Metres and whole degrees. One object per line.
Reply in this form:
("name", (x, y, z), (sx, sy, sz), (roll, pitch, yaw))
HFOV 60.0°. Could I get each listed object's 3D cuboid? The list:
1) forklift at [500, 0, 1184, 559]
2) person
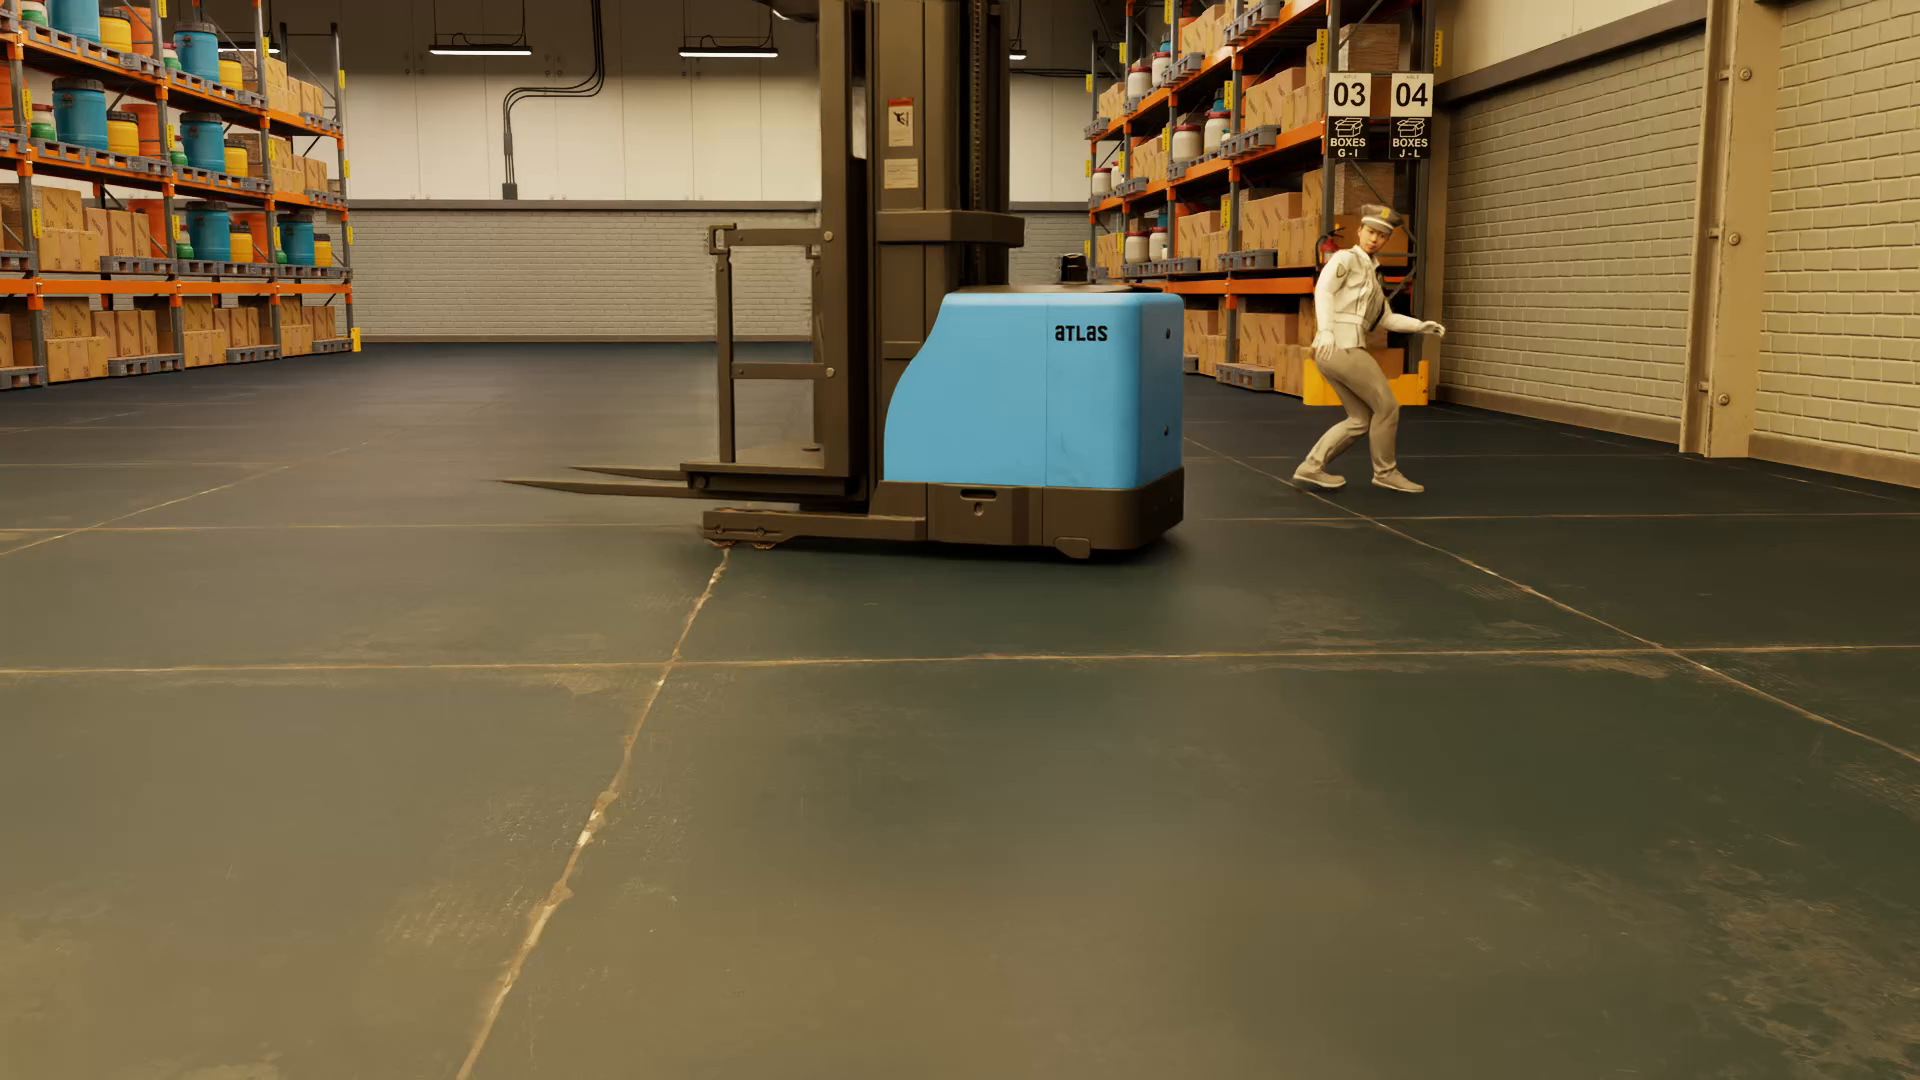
("forklift", (-0.578, -1.479, 7.289), (3.031, 2.935, 1.130), (3, 9, 19))
("person", (2.208, -1.006, 8.922), (0.767, 1.563, 0.742), (2, 9, 11))
